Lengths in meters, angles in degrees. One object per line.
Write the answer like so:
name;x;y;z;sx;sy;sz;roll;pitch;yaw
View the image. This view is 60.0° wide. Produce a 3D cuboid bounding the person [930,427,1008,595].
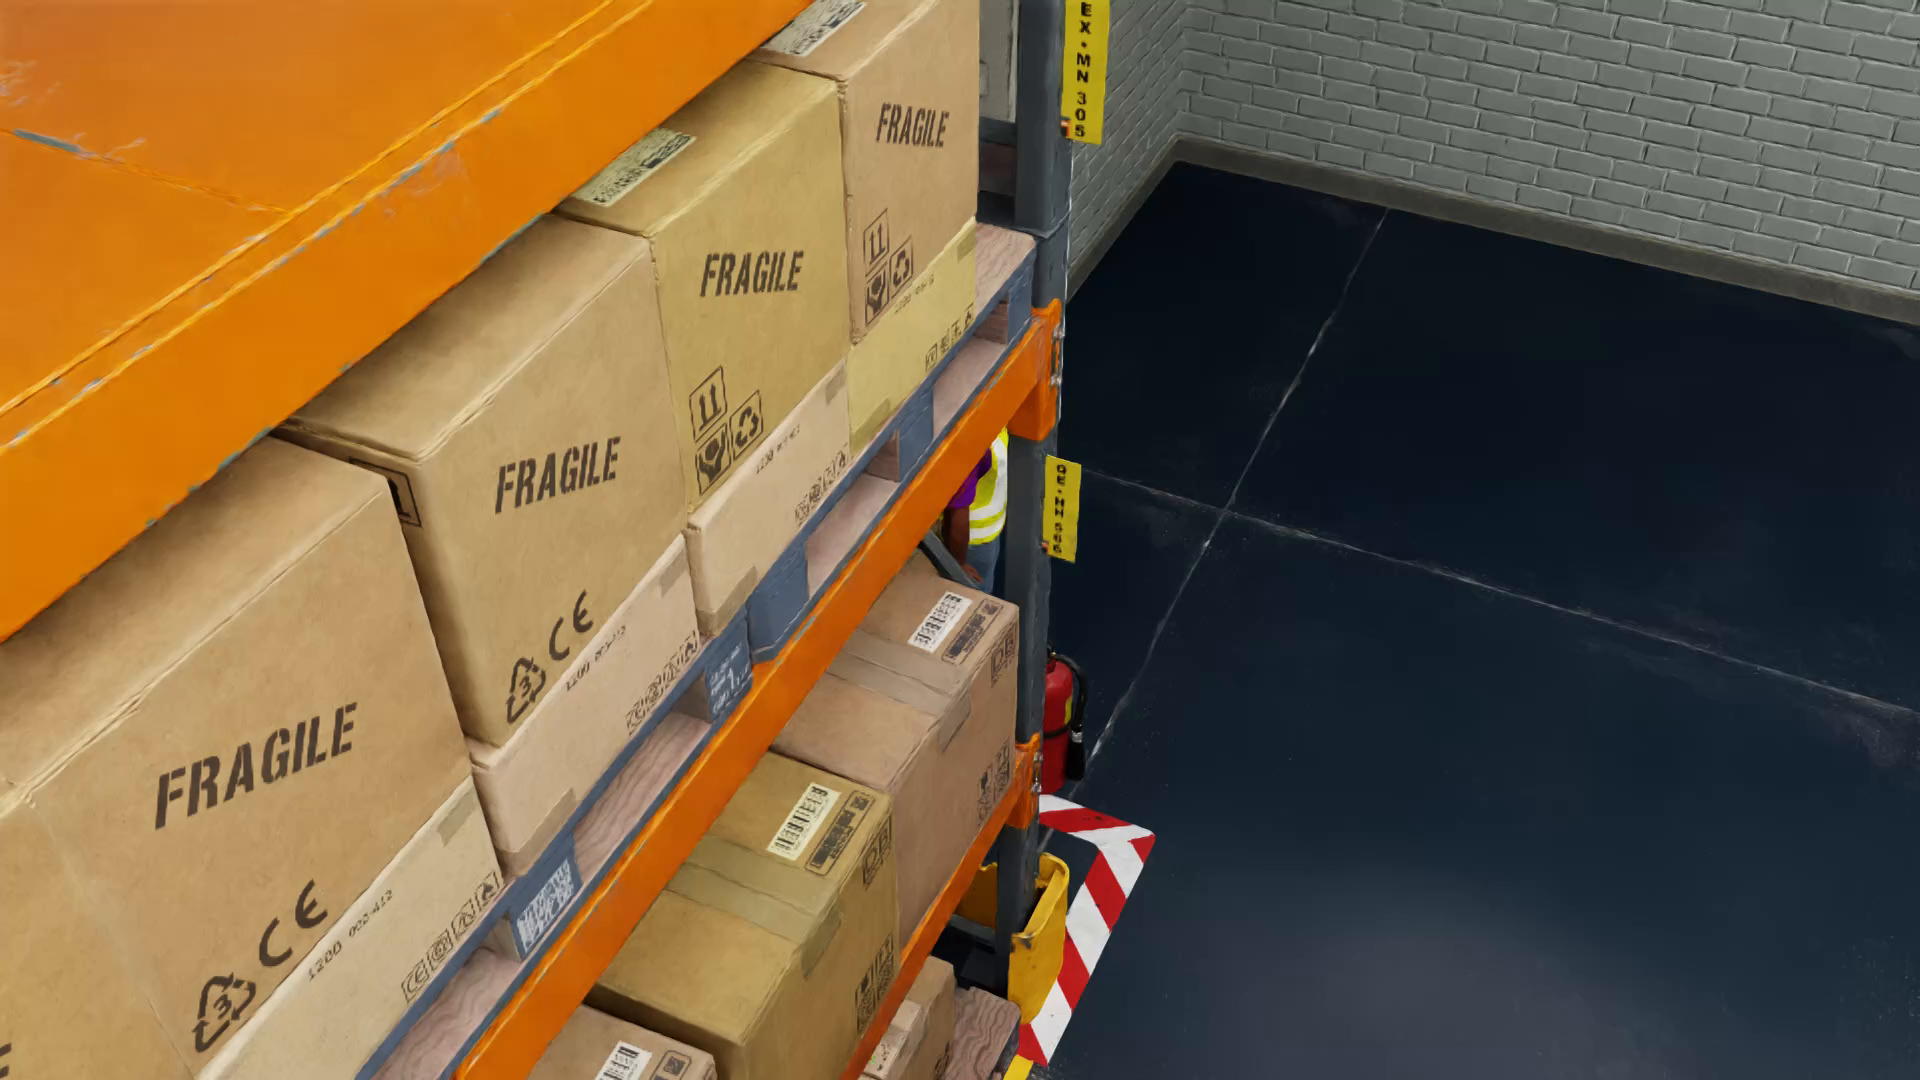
person;0.048;-0.093;6.210;0.373;1.771;0.639;4;42;4
